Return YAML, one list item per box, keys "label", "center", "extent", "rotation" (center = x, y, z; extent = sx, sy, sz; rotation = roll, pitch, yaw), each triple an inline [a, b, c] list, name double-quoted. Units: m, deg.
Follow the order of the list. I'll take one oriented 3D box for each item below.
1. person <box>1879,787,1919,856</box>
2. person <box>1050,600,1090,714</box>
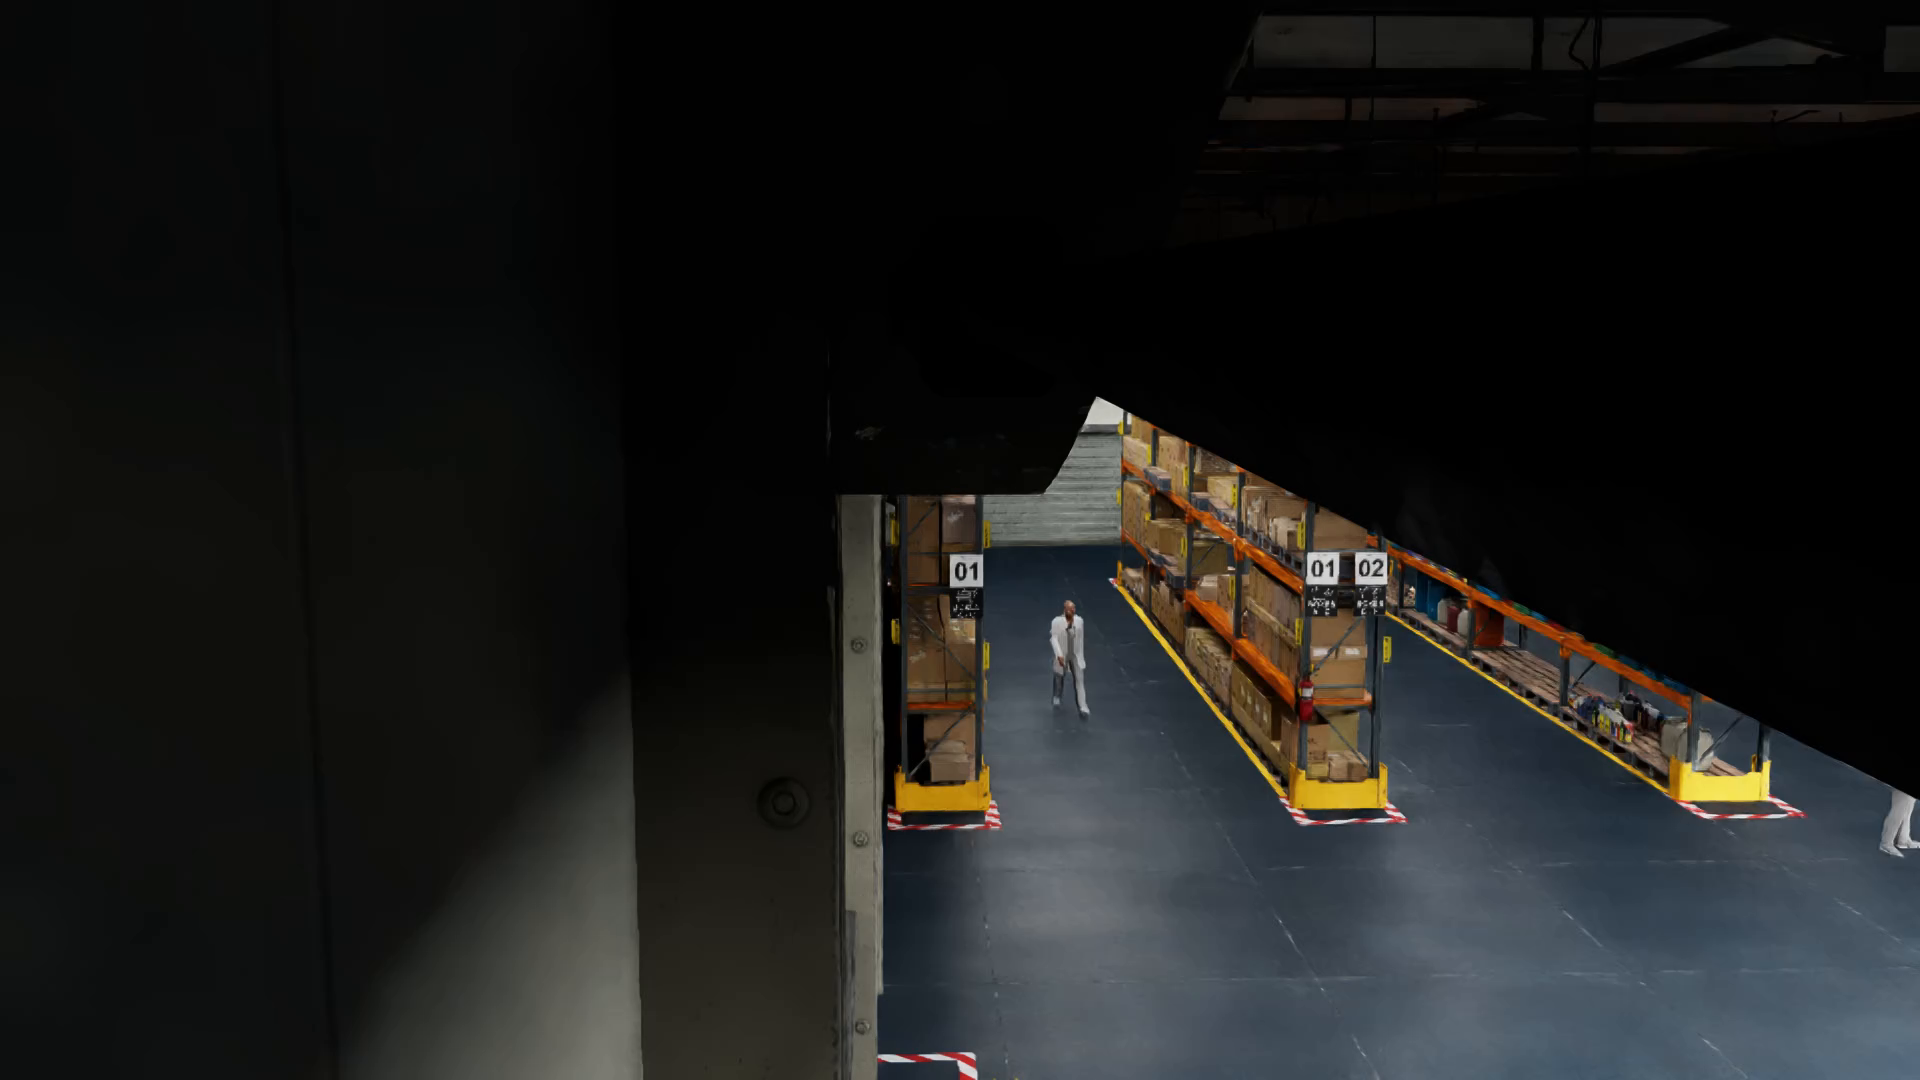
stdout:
- label: "person"
  center: [10.762, 2.732, 18.901]
  extent: [0.468, 1.674, 0.589]
  rotation: [3, 9, 22]
- label: "person"
  center: [1.640, 1.754, 25.254]
  extent: [0.580, 1.715, 1.102]
  rotation: [-2, 9, -11]
